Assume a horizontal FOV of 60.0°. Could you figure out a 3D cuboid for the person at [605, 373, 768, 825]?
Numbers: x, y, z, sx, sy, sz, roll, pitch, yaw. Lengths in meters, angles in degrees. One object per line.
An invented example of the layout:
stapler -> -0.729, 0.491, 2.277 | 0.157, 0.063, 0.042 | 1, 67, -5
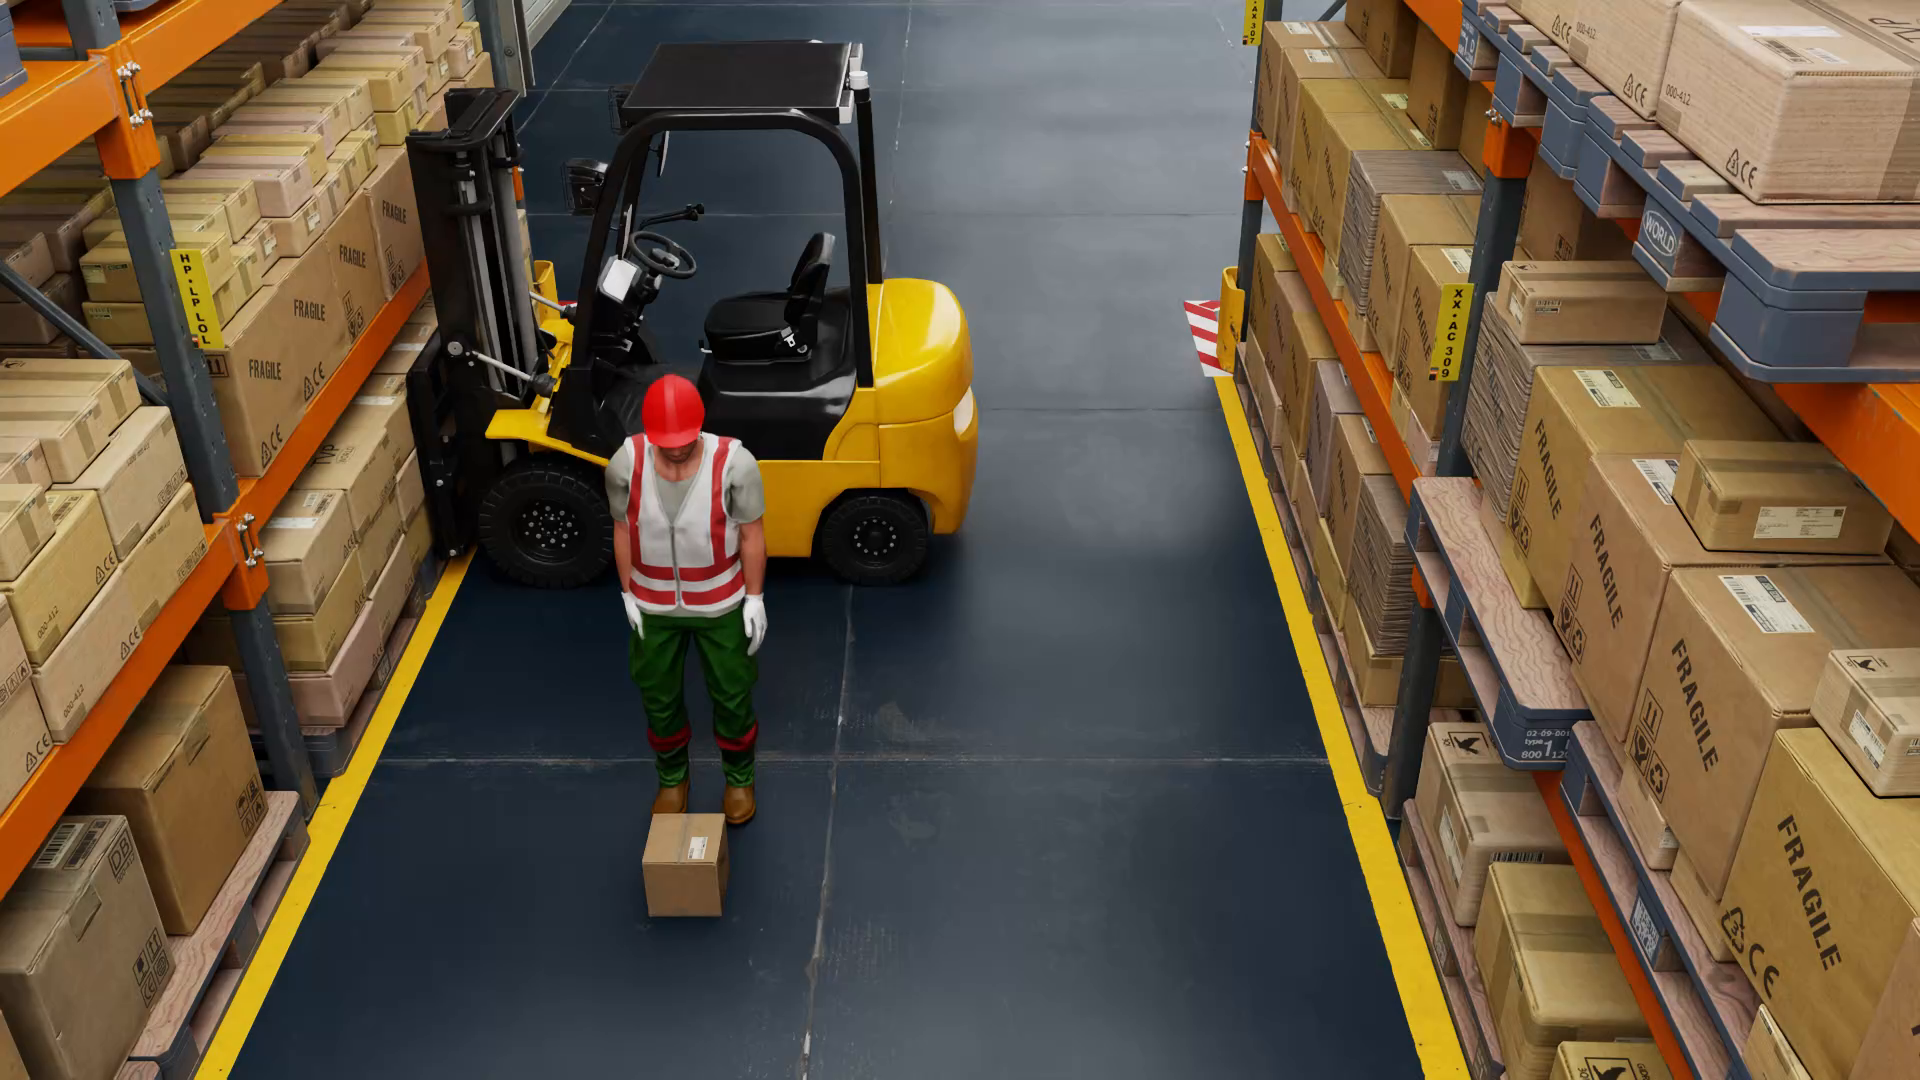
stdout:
person -> -0.922, 0.225, 5.757 | 0.531, 1.770, 0.377 | 0, 31, 1
